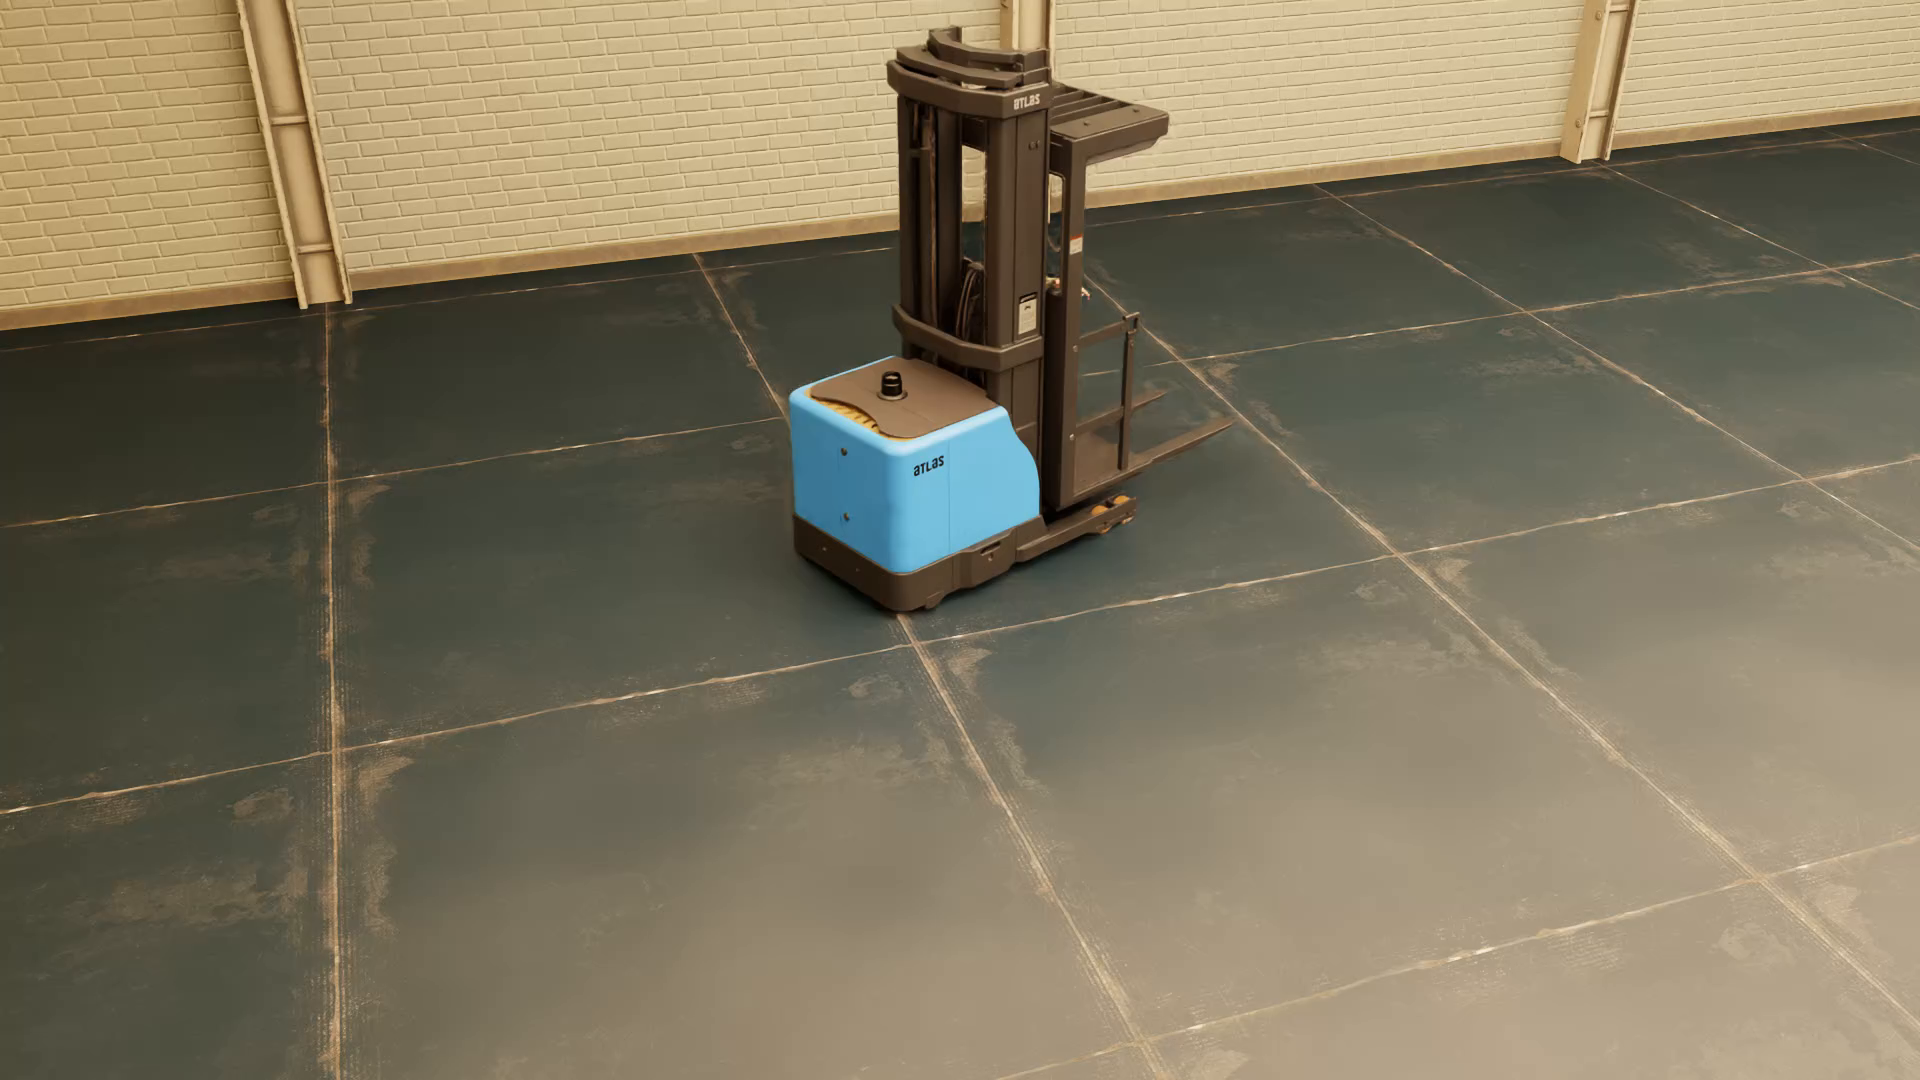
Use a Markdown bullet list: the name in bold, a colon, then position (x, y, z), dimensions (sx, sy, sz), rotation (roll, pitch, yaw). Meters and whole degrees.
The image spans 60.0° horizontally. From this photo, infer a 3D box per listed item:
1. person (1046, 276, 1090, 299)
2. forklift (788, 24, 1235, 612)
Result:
- **person**: position (0.505, -1.317, 10.839), dimensions (0.744, 1.489, 0.677), rotation (-14, 33, -22)
- **forklift**: position (0.458, -1.486, 9.669), dimensions (3.031, 2.935, 1.130), rotation (-24, 38, -35)
